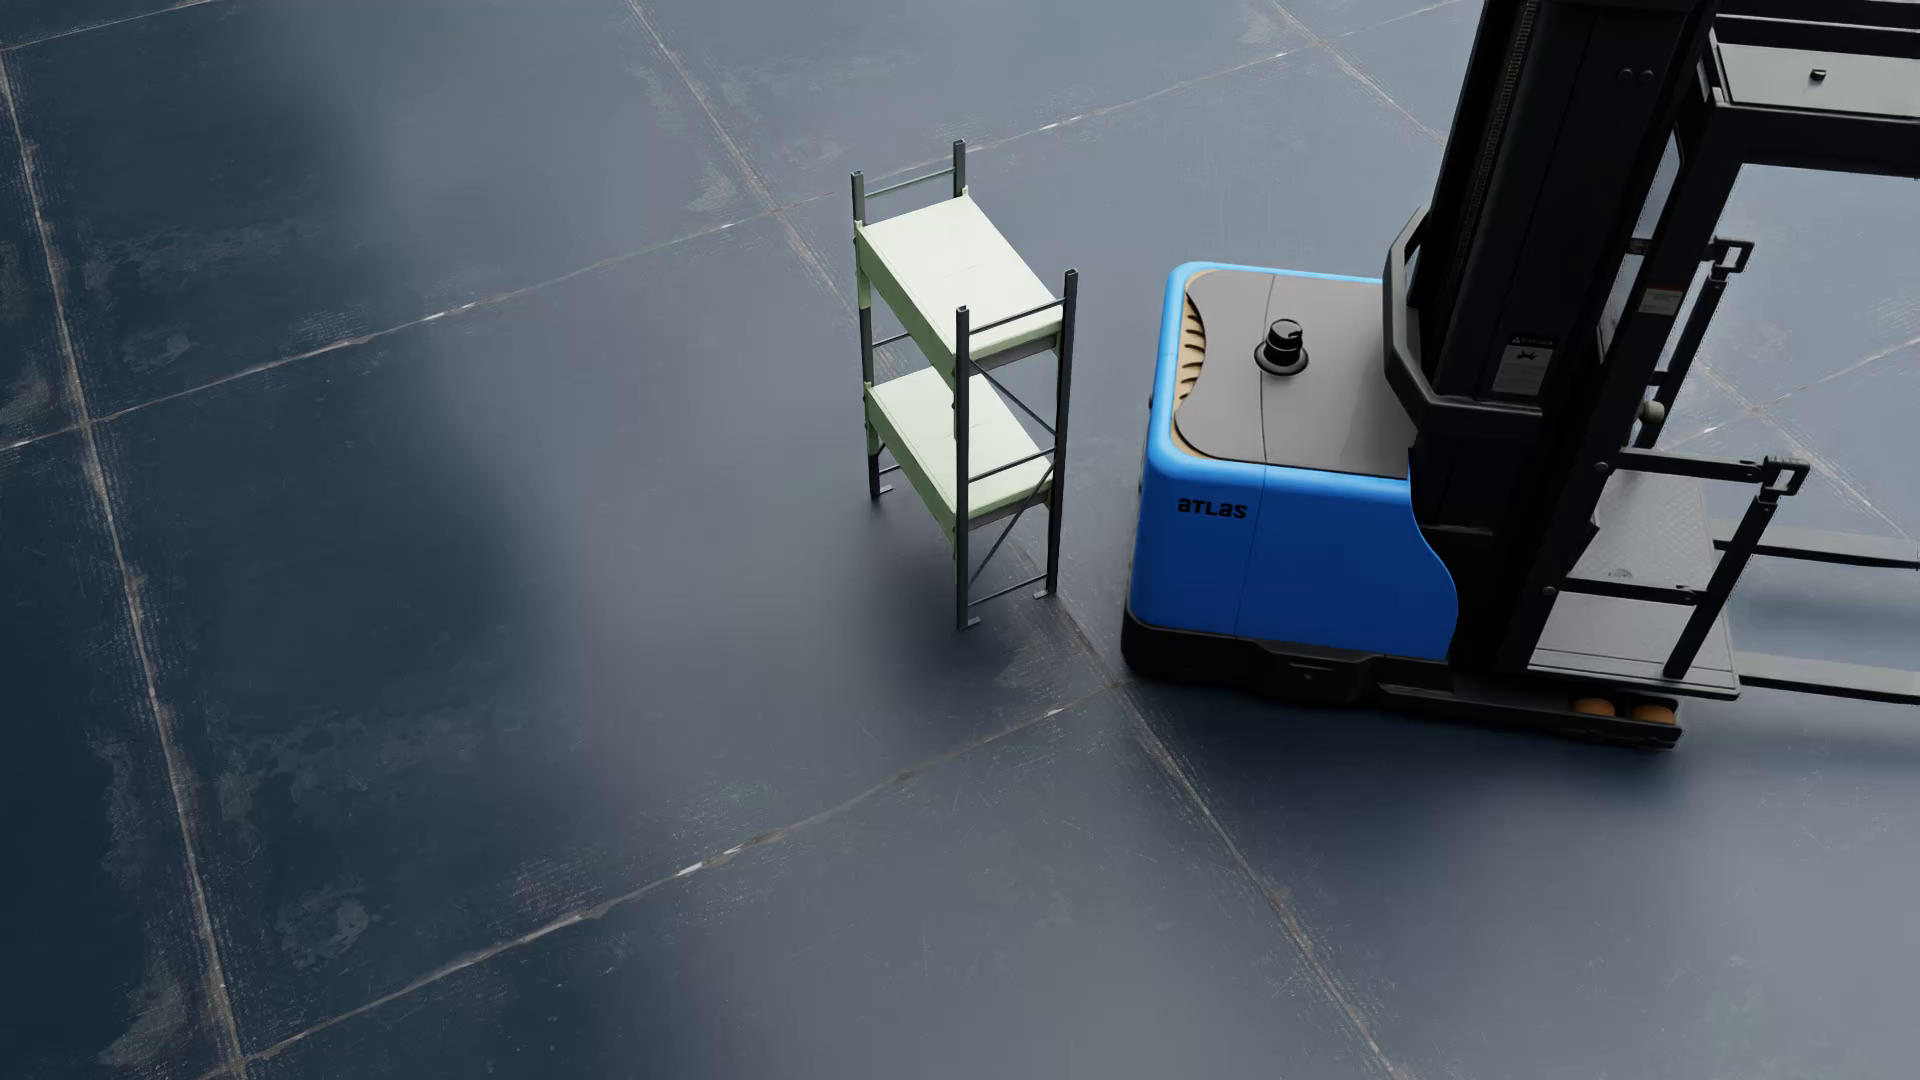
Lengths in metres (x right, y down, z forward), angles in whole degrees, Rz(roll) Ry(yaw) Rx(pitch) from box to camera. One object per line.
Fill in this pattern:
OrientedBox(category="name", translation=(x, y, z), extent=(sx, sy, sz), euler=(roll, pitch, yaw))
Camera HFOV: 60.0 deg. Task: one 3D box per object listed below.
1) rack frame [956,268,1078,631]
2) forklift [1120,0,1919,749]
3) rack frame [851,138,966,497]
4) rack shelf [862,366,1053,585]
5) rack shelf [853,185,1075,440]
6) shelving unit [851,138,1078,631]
OrientedBox(category="rack frame", translation=(0.171, -0.244, 5.467), extent=(0.400, 1.500, 0.023), euler=(-21, 52, -18))
OrientedBox(category="forklift", translation=(2.124, -0.689, 4.905), extent=(3.031, 2.935, 1.130), euler=(7, 49, 6))
OrientedBox(category="rack frame", translation=(-0.164, -0.734, 5.896), extent=(0.400, 1.500, 0.023), euler=(-21, 52, -18))
OrientedBox(category="rack shelf", translation=(0.003, -0.275, 5.927), extent=(0.431, 0.370, 0.720), euler=(-21, 52, -18))
OrientedBox(category="rack shelf", translation=(0.003, -0.746, 5.388), extent=(0.431, 0.370, 0.720), euler=(-21, 52, -18))
OrientedBox(category="shelving unit", translation=(0.003, -0.489, 5.682), extent=(0.431, 1.500, 0.755), euler=(-21, 52, -18))
